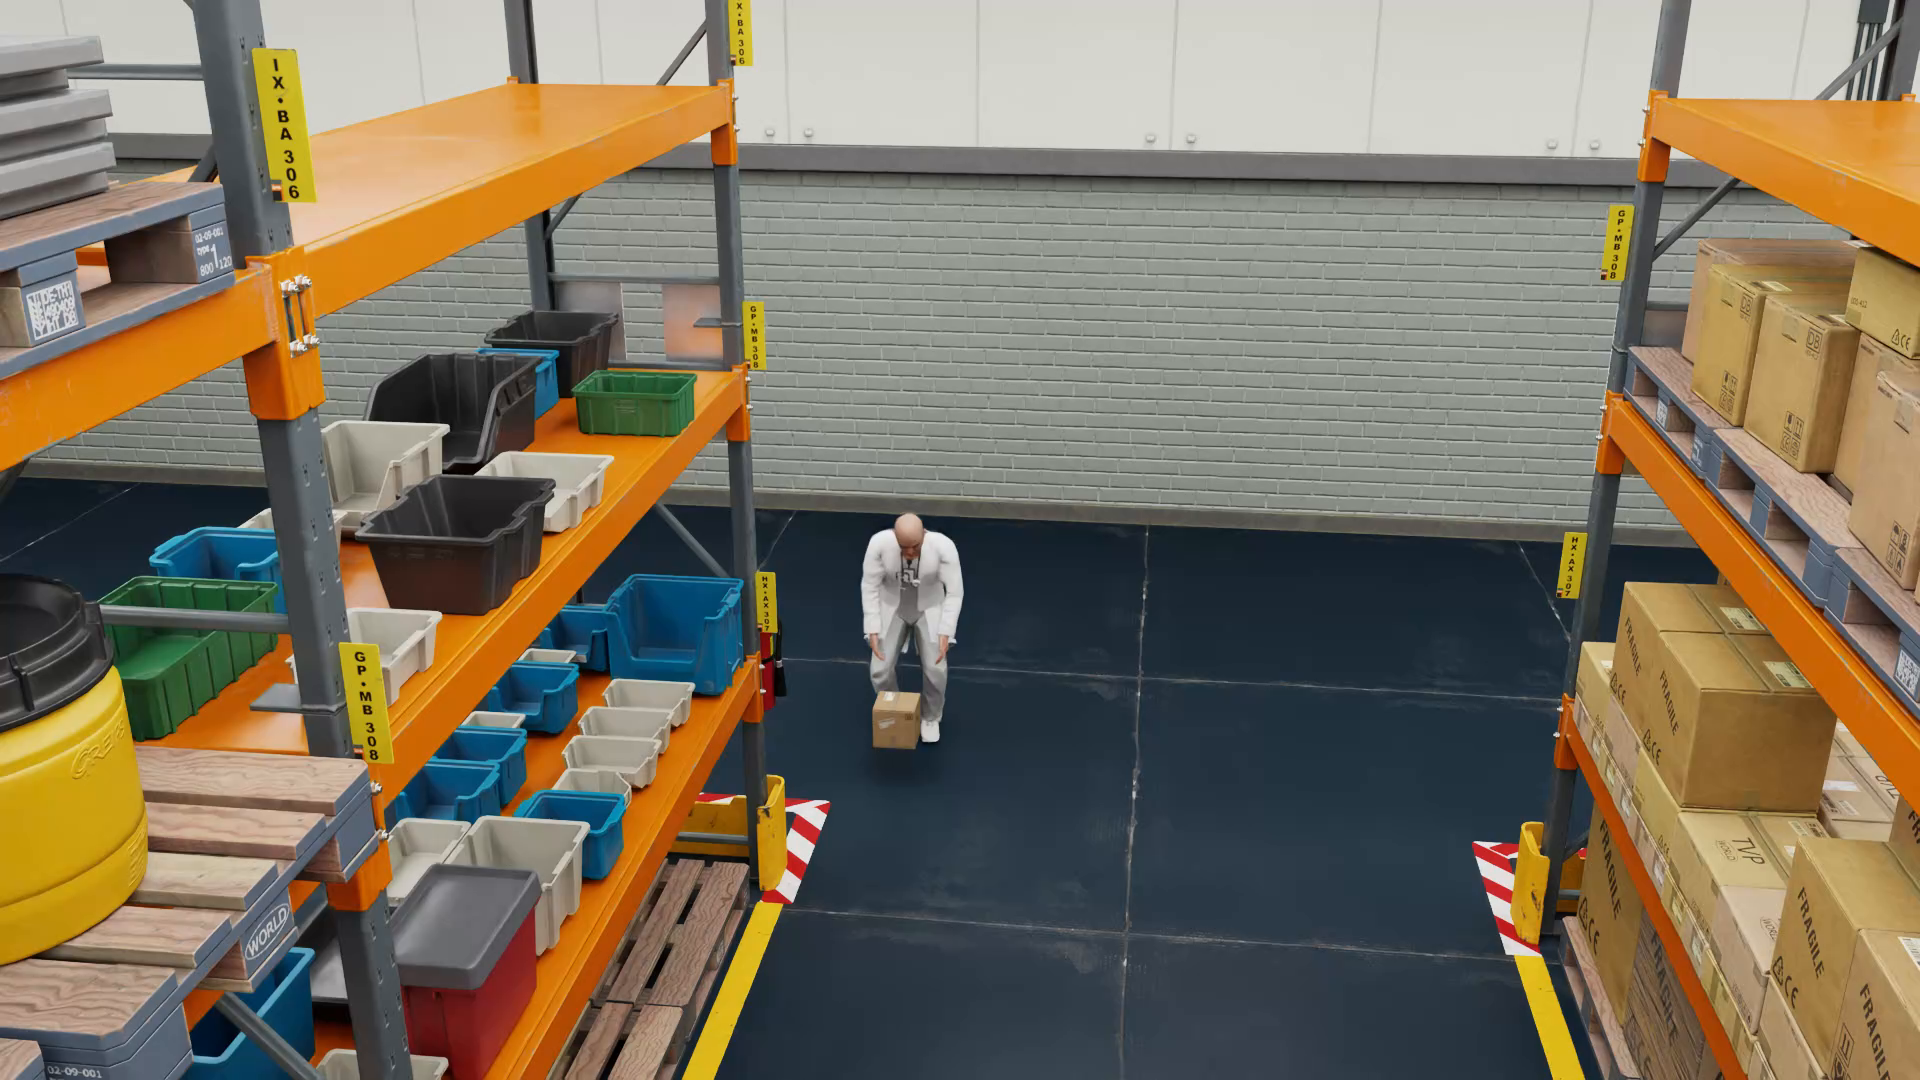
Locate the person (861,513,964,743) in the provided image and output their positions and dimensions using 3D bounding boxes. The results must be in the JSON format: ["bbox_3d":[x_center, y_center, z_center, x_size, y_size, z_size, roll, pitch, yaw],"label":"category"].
[{"bbox_3d":[-0.280,0.491,10.160,0.626,1.538,0.636,3,21,7],"label":"person"}]
